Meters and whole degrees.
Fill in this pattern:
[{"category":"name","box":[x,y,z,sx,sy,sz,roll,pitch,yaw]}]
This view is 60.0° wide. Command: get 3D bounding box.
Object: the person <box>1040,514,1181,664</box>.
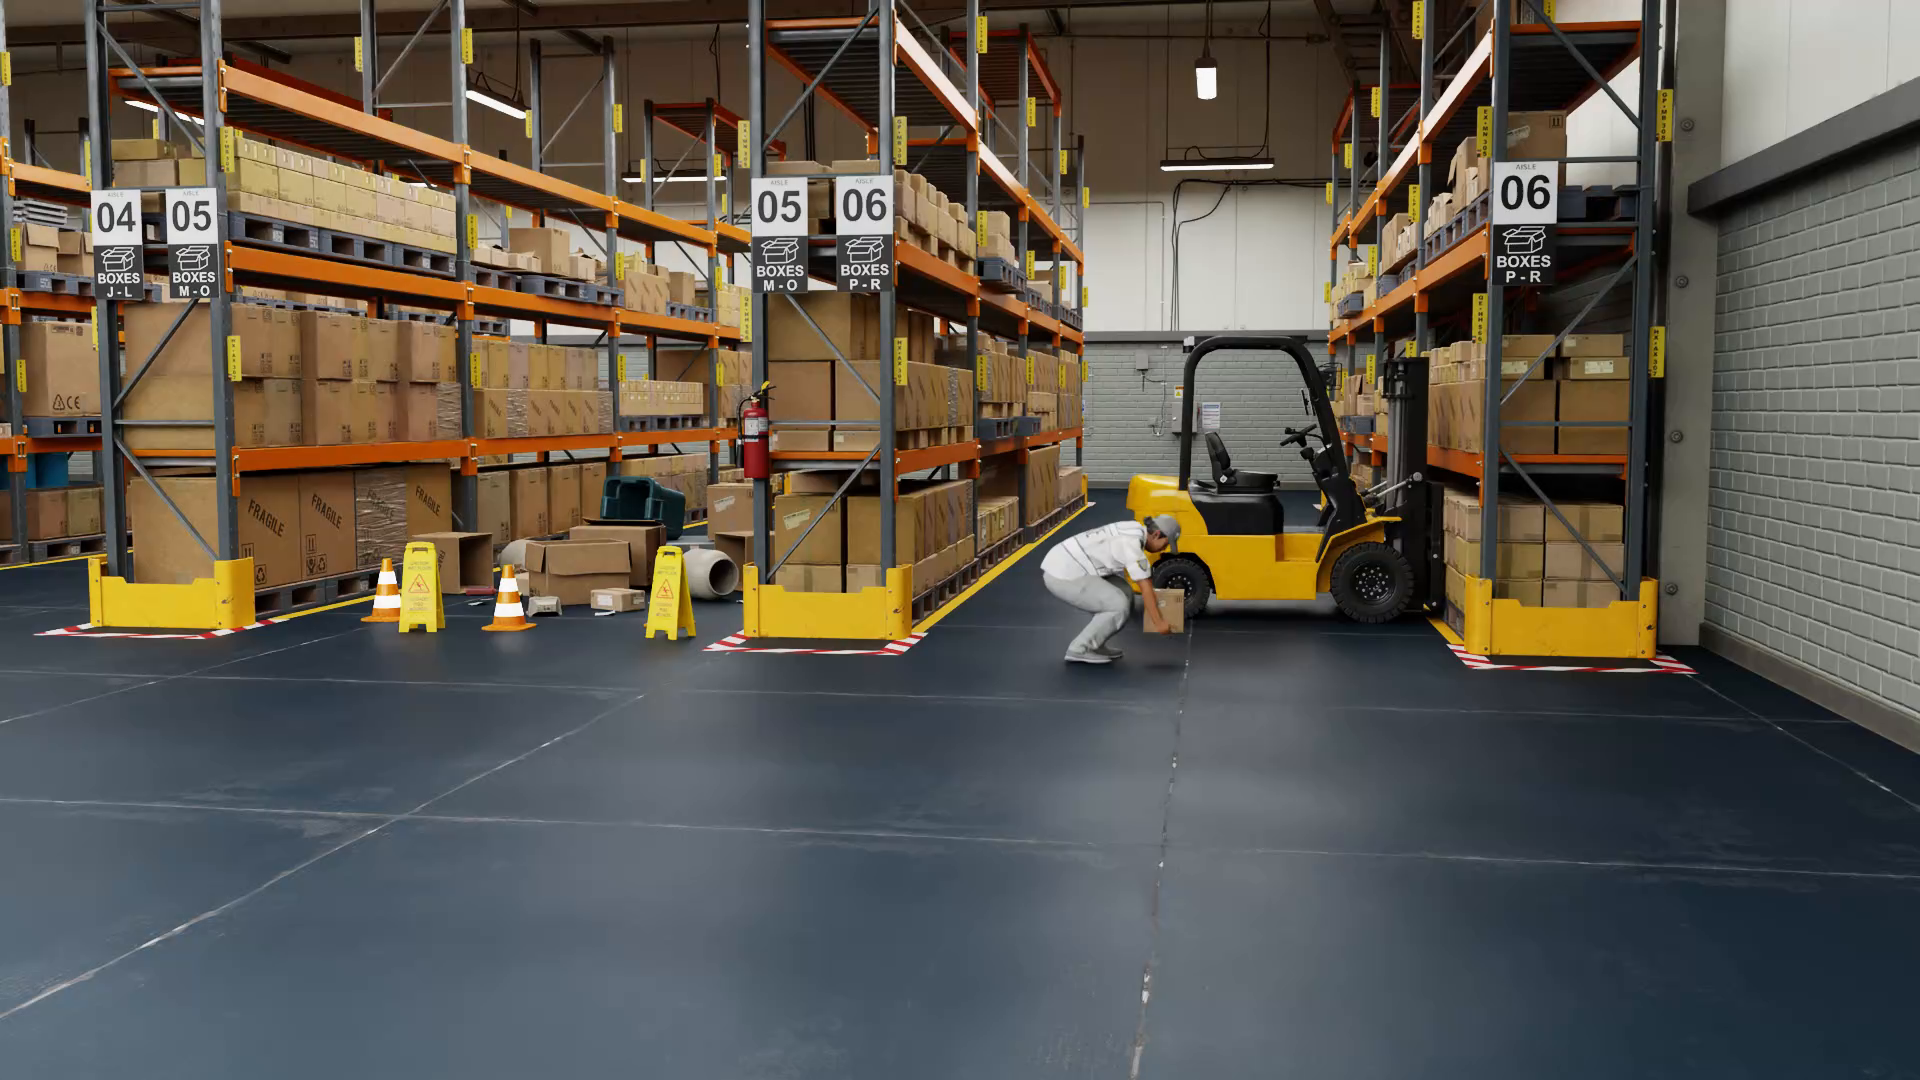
[{"category":"person","box":[0.962,0.307,10.634,0.892,0.944,0.502,1,5,7]}]
